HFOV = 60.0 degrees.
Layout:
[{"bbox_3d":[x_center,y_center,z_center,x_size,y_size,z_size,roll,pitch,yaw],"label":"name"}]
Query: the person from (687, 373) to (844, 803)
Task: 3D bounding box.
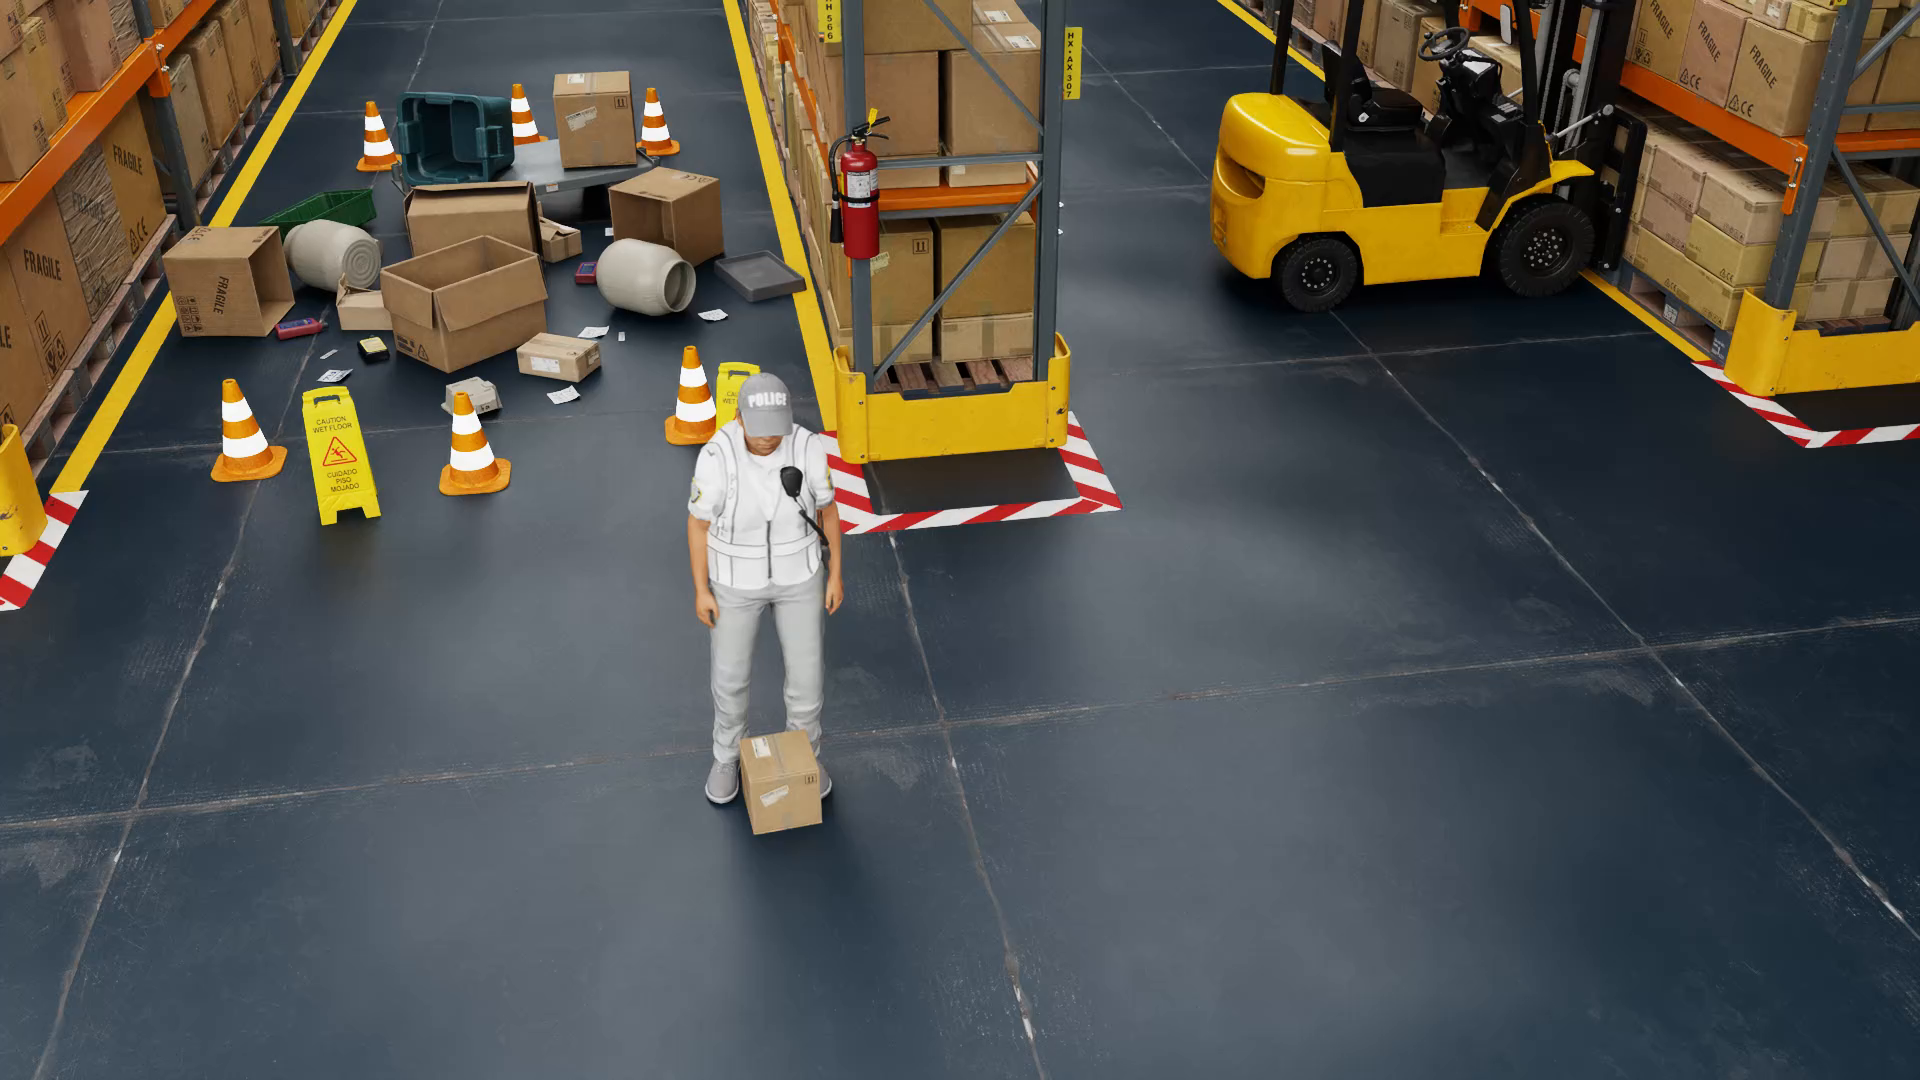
[{"bbox_3d":[-0.686,0.158,5.860,0.561,1.667,0.465,-7,31,-11],"label":"person"}]
